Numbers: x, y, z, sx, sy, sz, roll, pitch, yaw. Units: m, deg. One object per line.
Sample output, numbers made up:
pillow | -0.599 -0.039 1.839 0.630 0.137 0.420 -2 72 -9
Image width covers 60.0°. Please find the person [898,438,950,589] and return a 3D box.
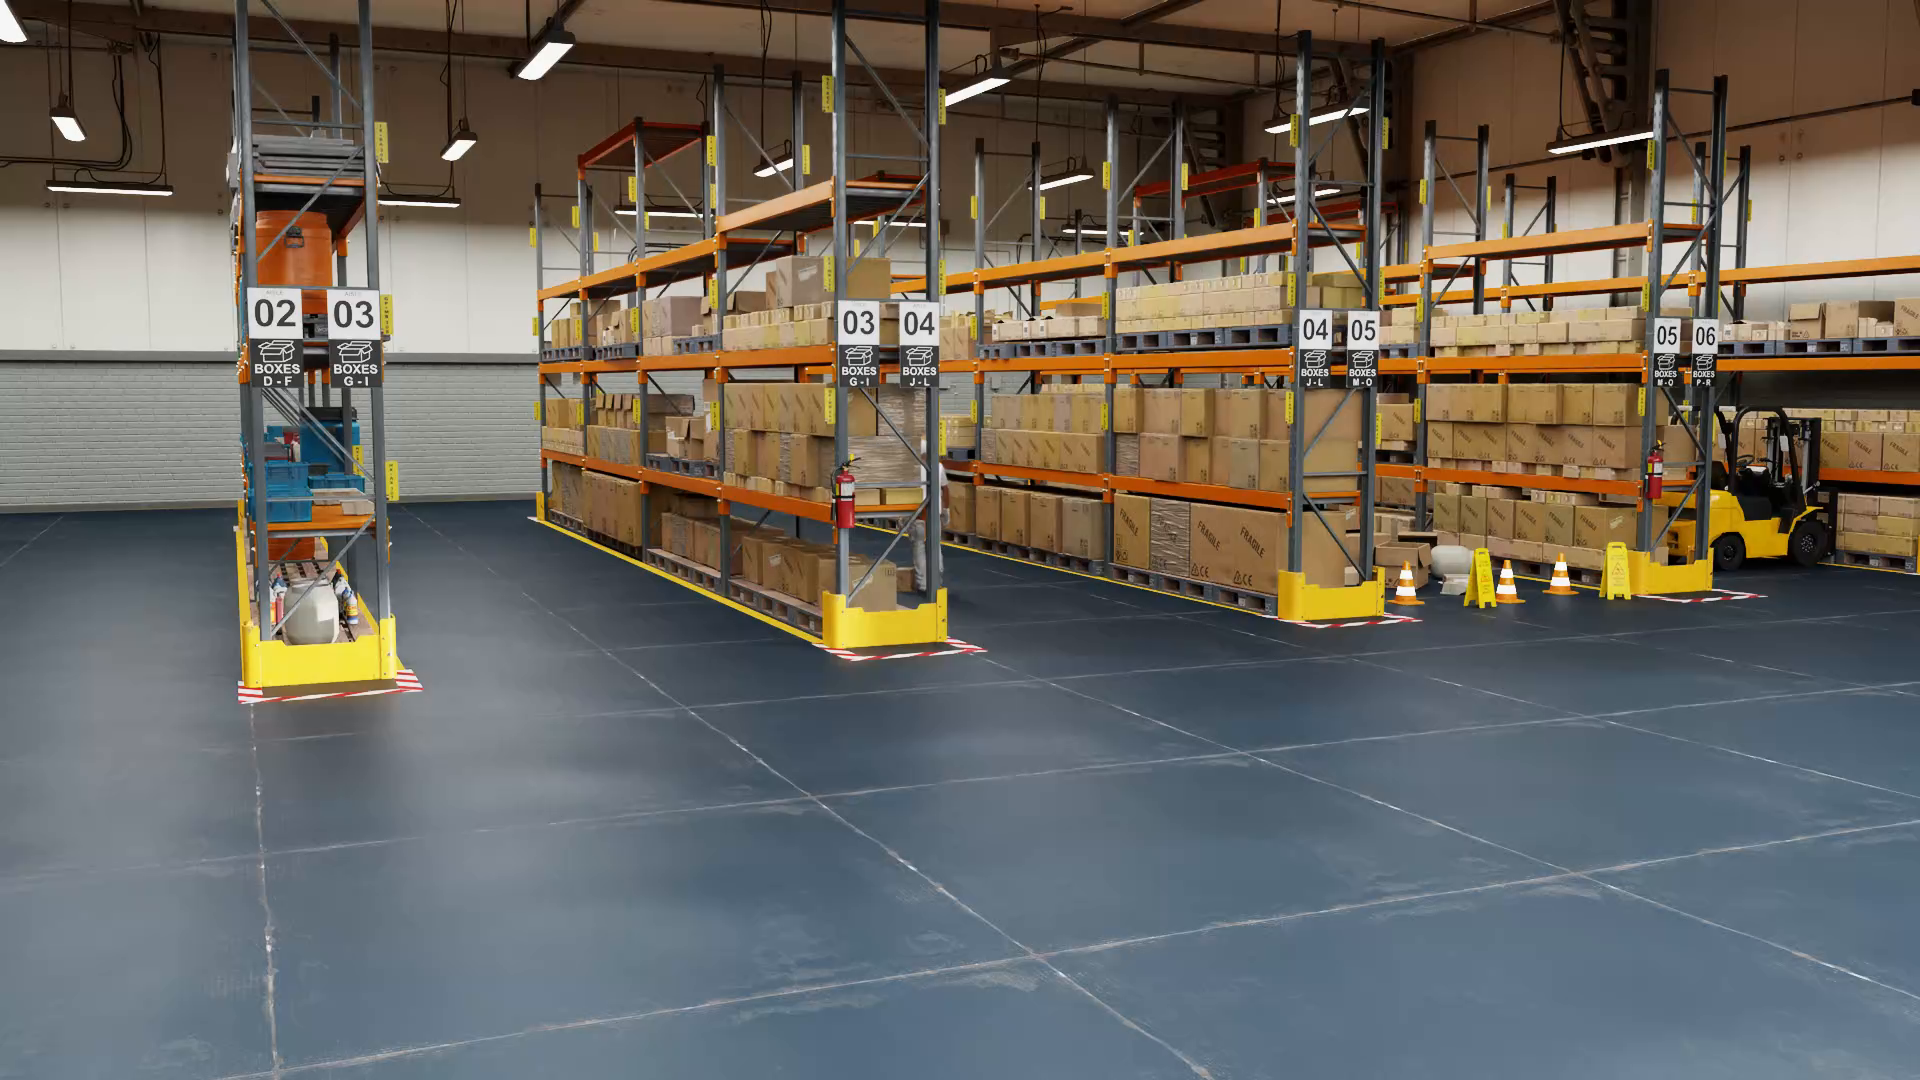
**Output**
person | -0.424 -0.310 19.675 0.598 1.774 0.476 -2 6 -16
